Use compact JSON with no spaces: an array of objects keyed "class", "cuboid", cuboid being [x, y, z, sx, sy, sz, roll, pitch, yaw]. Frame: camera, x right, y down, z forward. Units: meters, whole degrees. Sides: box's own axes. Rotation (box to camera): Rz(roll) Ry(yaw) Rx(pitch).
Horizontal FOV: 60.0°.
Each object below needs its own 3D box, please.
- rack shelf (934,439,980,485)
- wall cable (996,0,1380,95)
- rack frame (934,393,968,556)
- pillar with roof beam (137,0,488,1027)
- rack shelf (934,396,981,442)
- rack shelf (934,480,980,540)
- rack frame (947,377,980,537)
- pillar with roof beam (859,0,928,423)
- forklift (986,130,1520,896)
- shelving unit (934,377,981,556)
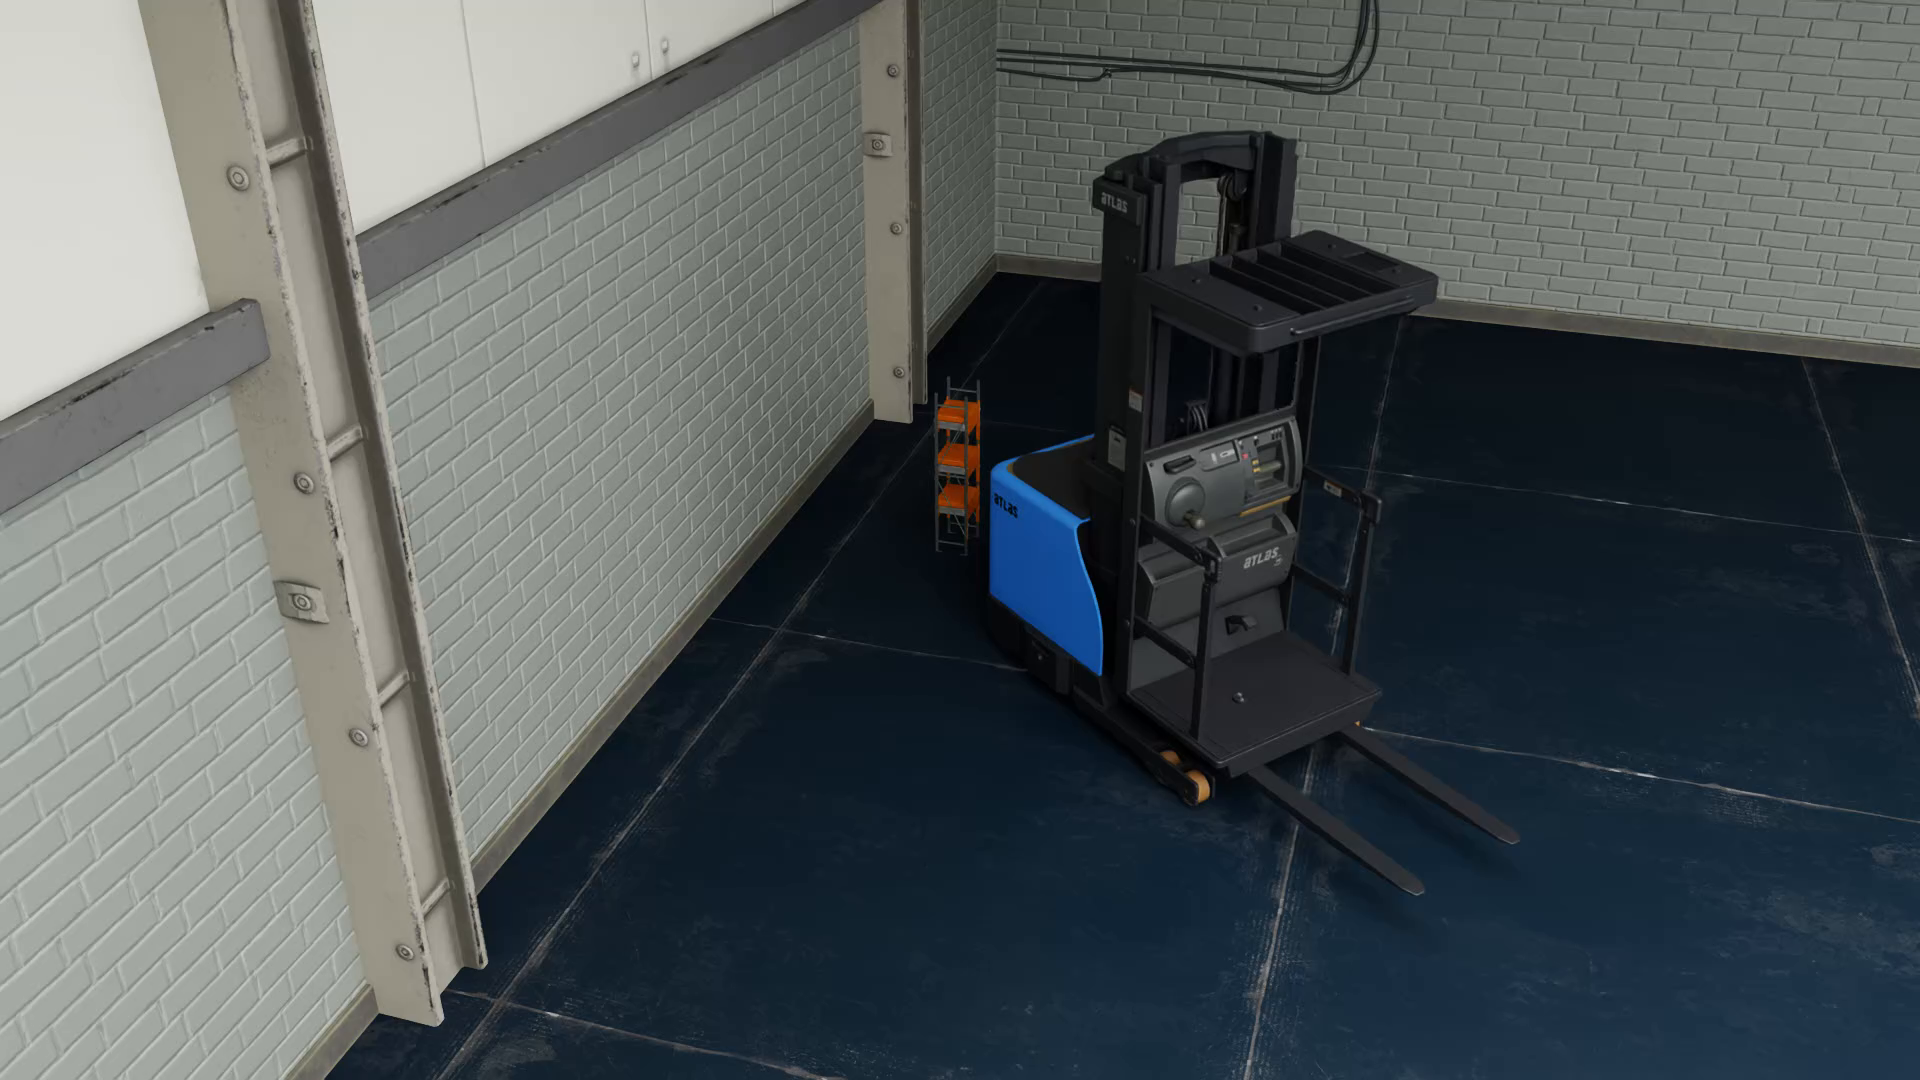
[{"class":"rack shelf","cuboid":[-0.016,-0.425,9.955,0.215,0.259,0.240,8,30,15]},{"class":"wall cable","cuboid":[1.691,-4.691,12.621,3.097,2.526,0.112,8,30,15]},{"class":"rack frame","cuboid":[-0.051,-0.377,9.848,0.200,1.050,0.008,8,30,15]},{"class":"pillar with roof beam","cuboid":[1.916,-1.465,3.628,9.100,9.000,0.400,8,30,15]},{"class":"rack shelf","cuboid":[-0.016,-0.673,9.817,0.215,0.259,0.240,8,30,15]},{"class":"rack shelf","cuboid":[-0.016,-0.182,10.090,0.215,0.259,0.240,8,30,15]},{"class":"rack frame","cuboid":[0.020,-0.491,10.052,0.200,1.050,0.008,8,30,15]},{"class":"pillar with roof beam","cuboid":[3.677,-4.254,8.640,9.100,9.000,0.400,8,30,15]},{"class":"forklift","cuboid":[1.378,-0.276,7.731,1.130,2.935,3.031,-18,34,-29]},{"class":"shelving unit","cuboid":[-0.016,-0.434,9.950,0.215,1.050,0.252,8,30,15]}]
